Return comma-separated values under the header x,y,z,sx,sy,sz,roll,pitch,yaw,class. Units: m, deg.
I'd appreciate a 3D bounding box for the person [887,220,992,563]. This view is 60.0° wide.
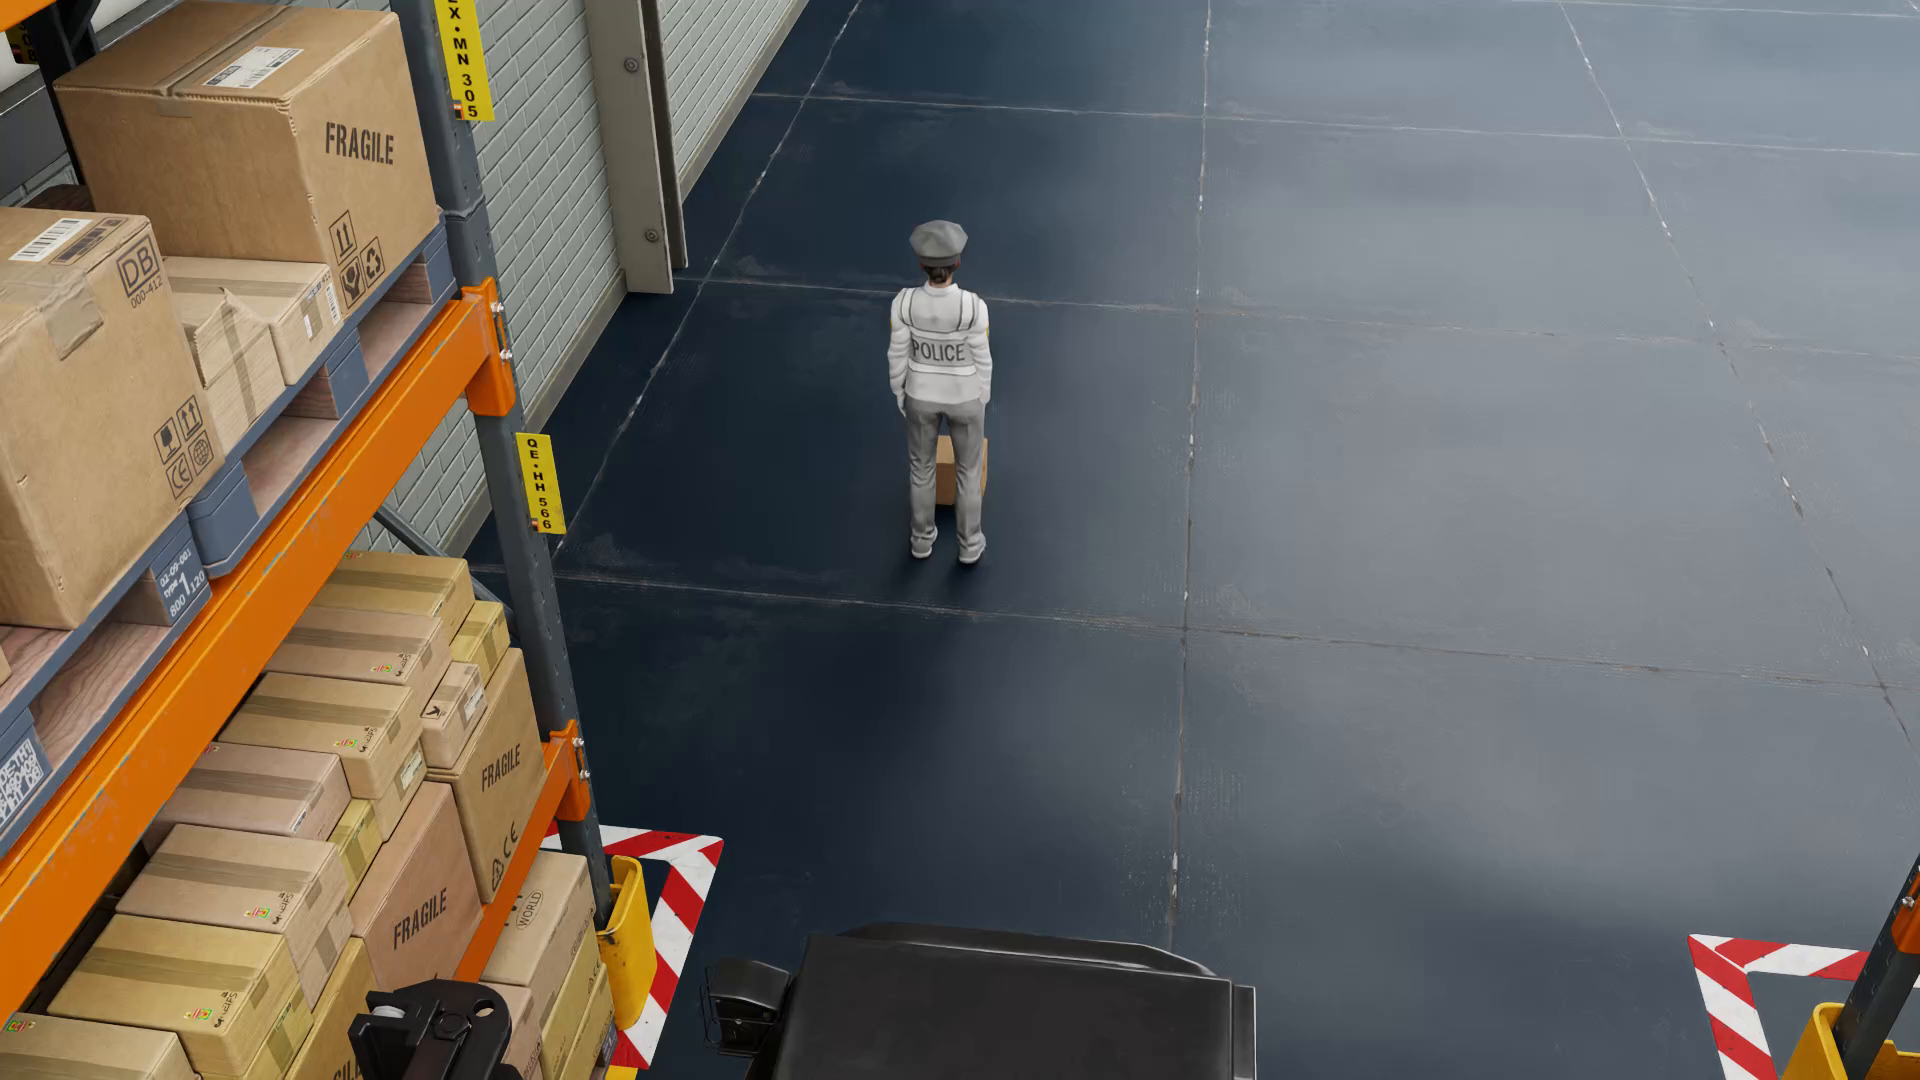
x,y,z,sx,sy,sz,roll,pitch,yaw,class
-0.085,-0.641,7.532,0.468,1.682,0.328,5,37,7,person
